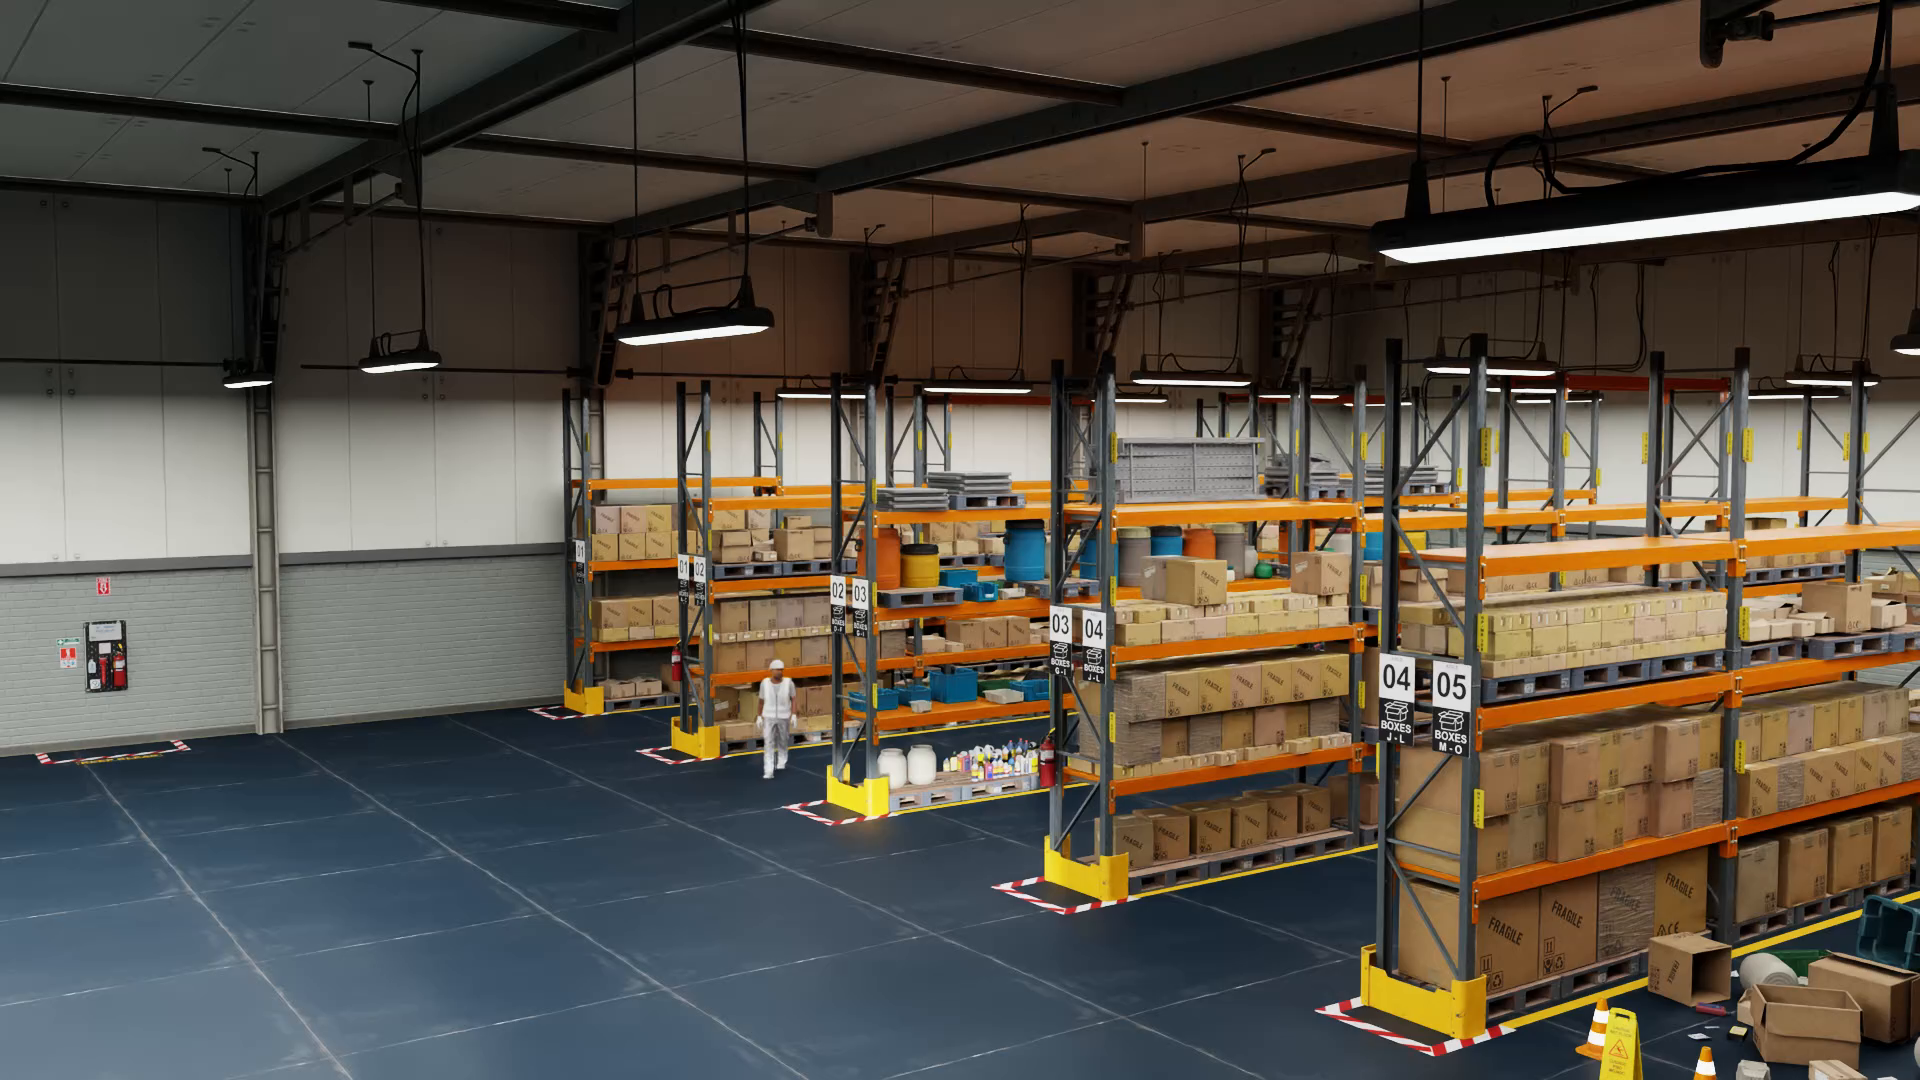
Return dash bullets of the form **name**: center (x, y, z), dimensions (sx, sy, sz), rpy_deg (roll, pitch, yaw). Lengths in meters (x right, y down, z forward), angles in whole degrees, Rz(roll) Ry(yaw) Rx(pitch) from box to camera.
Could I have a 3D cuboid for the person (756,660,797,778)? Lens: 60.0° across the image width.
- **person**: center (-2.769, 2.680, 25.126), dimensions (0.611, 1.755, 0.914), rpy_deg (0, 4, -7)
